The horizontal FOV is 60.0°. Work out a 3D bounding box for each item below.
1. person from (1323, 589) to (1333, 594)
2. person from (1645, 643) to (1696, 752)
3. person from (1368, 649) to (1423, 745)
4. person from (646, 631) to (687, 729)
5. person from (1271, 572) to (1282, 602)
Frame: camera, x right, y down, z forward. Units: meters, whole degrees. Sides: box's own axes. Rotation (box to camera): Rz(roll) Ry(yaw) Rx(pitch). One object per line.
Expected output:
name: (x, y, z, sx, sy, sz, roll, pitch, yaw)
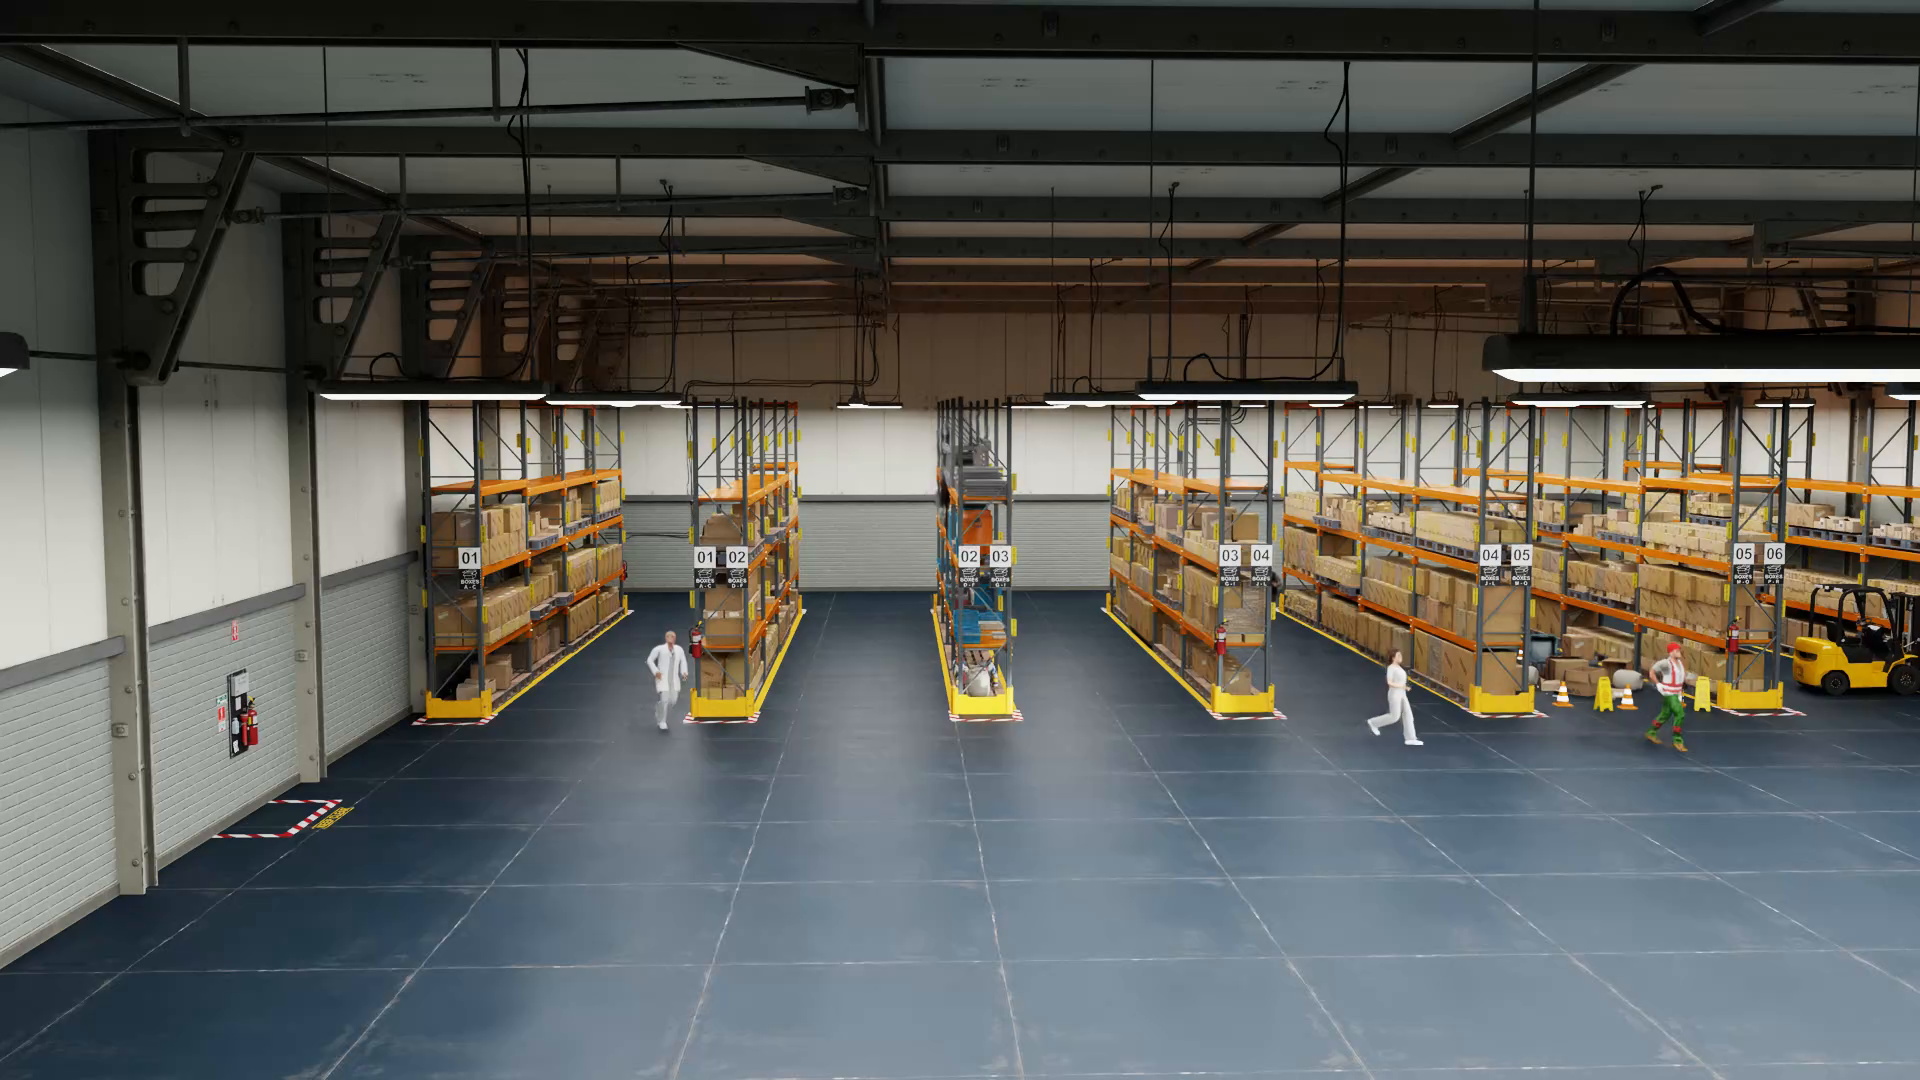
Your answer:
person: (11.049, 1.065, 49.141, 0.815, 1.745, 0.655, 0, 4, -6)
person: (12.075, 2.655, 28.267, 0.619, 1.850, 0.801, -4, 6, -43)
person: (7.515, 2.687, 28.603, 0.970, 1.633, 0.584, 3, 5, 36)
person: (-5.323, 2.532, 30.284, 0.779, 1.728, 0.594, -3, 5, -34)
person: (8.172, 1.470, 43.914, 0.643, 1.746, 0.894, 0, 4, 4)
